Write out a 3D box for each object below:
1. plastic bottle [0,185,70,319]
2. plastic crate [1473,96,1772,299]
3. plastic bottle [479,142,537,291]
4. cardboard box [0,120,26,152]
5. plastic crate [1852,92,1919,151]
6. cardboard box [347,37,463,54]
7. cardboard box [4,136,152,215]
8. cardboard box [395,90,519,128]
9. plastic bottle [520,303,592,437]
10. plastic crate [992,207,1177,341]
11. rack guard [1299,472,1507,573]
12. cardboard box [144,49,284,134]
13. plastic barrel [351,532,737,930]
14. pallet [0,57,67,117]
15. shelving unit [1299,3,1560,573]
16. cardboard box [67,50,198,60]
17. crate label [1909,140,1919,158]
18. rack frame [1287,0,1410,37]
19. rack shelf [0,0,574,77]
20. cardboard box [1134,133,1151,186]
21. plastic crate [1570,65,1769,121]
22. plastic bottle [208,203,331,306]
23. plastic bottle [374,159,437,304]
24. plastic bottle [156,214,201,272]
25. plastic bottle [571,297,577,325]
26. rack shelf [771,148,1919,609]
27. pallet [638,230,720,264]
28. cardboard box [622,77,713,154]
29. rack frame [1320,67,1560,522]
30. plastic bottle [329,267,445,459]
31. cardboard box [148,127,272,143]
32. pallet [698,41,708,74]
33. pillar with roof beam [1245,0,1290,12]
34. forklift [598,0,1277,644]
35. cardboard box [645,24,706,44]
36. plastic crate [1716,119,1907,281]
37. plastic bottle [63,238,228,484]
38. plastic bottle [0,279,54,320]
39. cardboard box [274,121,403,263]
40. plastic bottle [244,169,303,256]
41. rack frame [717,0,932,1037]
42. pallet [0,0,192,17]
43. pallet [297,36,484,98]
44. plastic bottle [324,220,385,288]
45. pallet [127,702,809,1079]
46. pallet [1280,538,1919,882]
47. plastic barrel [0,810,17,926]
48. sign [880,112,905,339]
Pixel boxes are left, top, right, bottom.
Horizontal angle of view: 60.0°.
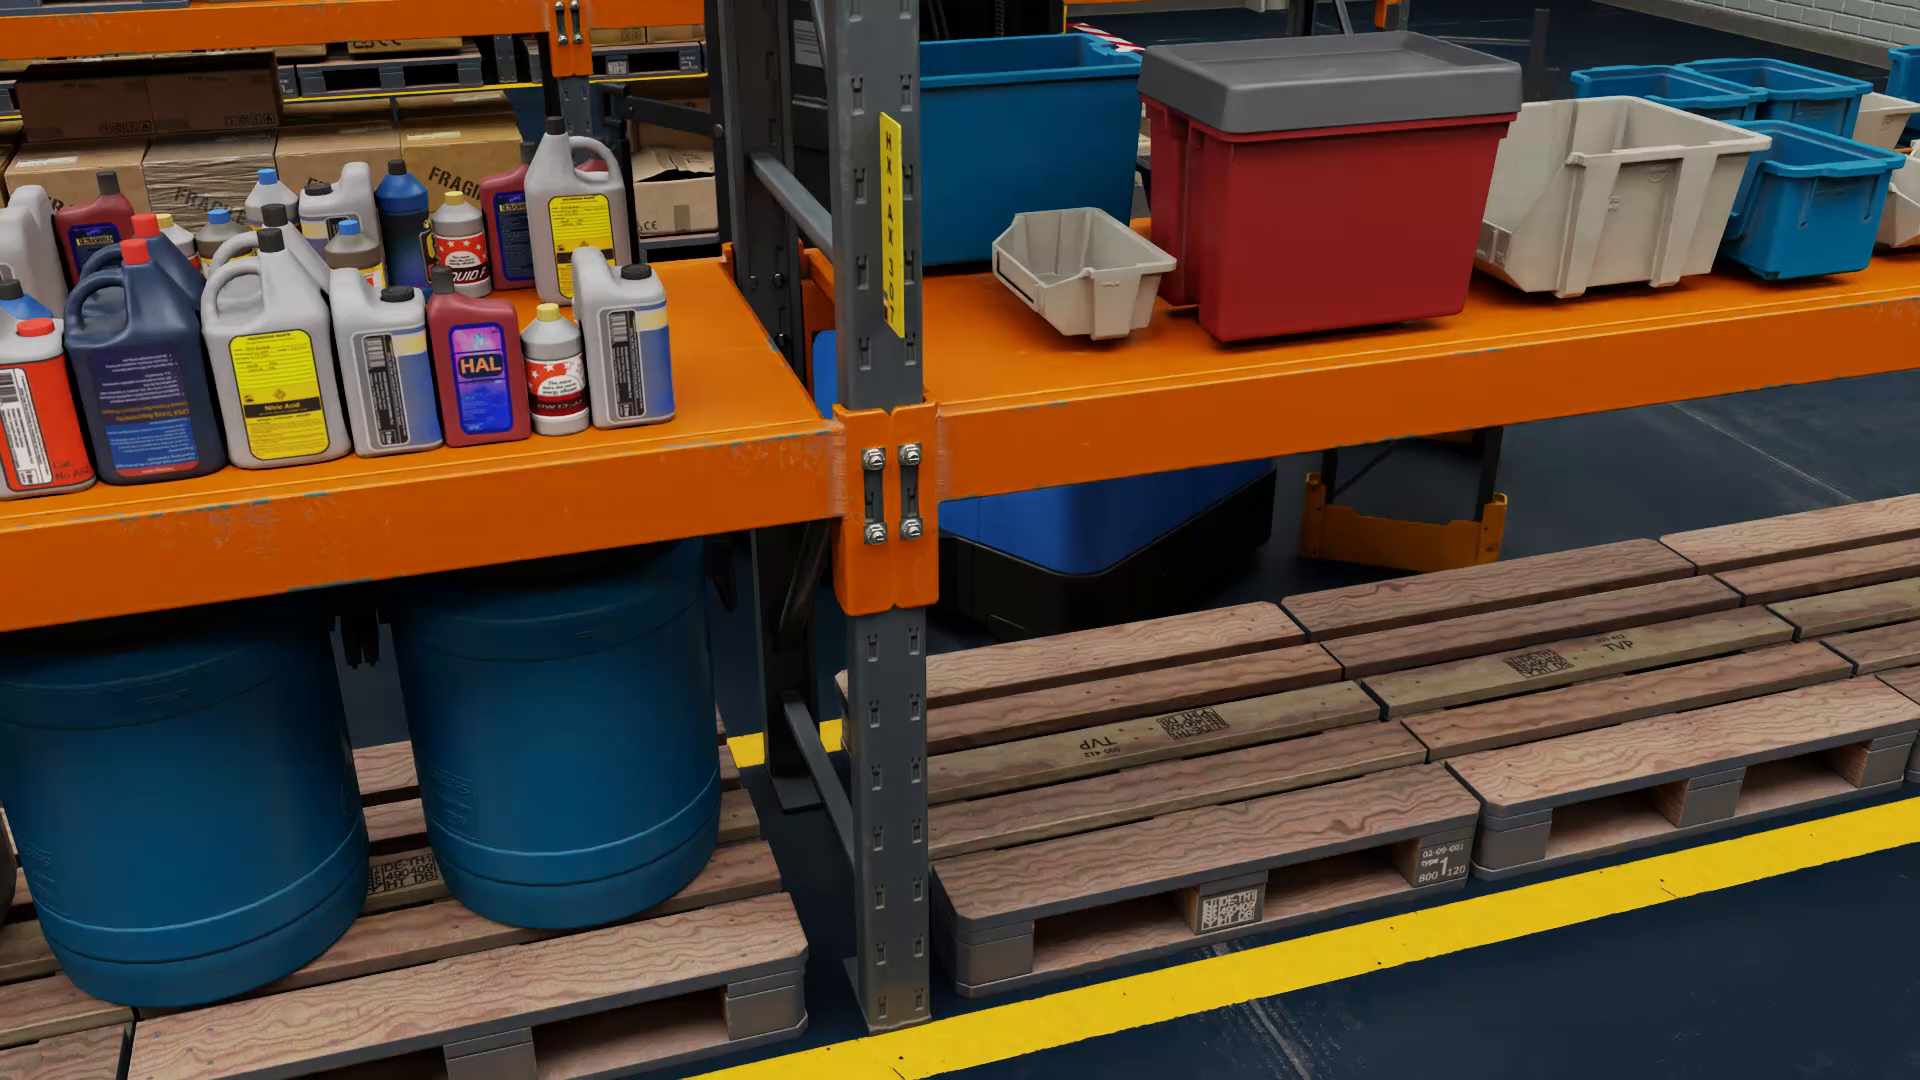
[{"bbox_3d":[-1.710,-0.498,3.020,0.135,0.276,0.152,-8,28,-16],"label":"plastic bottle"},{"bbox_3d":[1.238,-0.690,3.333,0.530,0.282,0.437,-8,28,-16],"label":"plastic crate"},{"bbox_3d":[-0.879,-0.643,3.303,0.133,0.283,0.061,-8,28,-16],"label":"plastic bottle"},{"bbox_3d":[-4.296,-1.505,7.224,0.500,0.500,0.500,-9,28,-18],"label":"cardboard box"},{"bbox_3d":[2.220,-1.046,4.213,0.298,0.136,0.250,-8,28,-16],"label":"plastic crate"},{"bbox_3d":[-3.917,-3.853,11.584,0.750,0.750,0.750,-8,27,-15],"label":"cardboard box"},{"bbox_3d":[-3.615,-1.363,6.938,0.500,0.500,0.500,-9,28,-18],"label":"cardboard box"},{"bbox_3d":[-2.337,-1.793,7.804,0.500,0.500,0.500,-10,28,-18],"label":"cardboard box"},{"bbox_3d":[-0.648,-0.276,2.657,0.097,0.201,0.097,0,26,0],"label":"plastic bottle"},{"bbox_3d":[0.215,-0.496,3.106,0.243,0.136,0.396,-8,28,-16],"label":"plastic crate"},{"bbox_3d":[1.340,-0.044,5.057,0.587,0.250,0.087,7,27,14],"label":"rack guard"},{"bbox_3d":[-3.288,-1.991,7.360,0.500,0.250,0.500,-8,28,-16],"label":"cardboard box"},{"bbox_3d":[-0.794,0.236,3.290,0.708,0.901,0.600,-8,28,-16],"label":"plastic barrel"},{"bbox_3d":[-6.370,-3.050,11.155,1.213,0.211,1.003,-8,28,-16],"label":"pallet"},{"bbox_3d":[1.479,-0.816,5.207,0.587,1.500,1.083,7,27,14],"label":"shelving unit"},{"bbox_3d":[-5.568,-3.611,11.095,0.750,0.750,0.750,-8,28,-16],"label":"cardboard box"},{"bbox_3d":[2.275,-0.772,3.661,0.243,0.136,0.396,-8,28,-16],"label":"crate label"},{"bbox_3d":[2.002,-3.230,8.382,0.127,3.000,1.000,-8,28,-16],"label":"rack frame"},{"bbox_3d":[-3.703,-2.081,6.878,4.000,0.370,1.077,-8,28,-16],"label":"rack shelf"},{"bbox_3d":[0.648,-1.898,8.297,0.500,0.250,0.500,-8,28,-16],"label":"cardboard box"},{"bbox_3d":[1.658,-0.969,3.950,0.300,0.233,0.416,-8,28,-16],"label":"plastic crate"},{"bbox_3d":[-1.089,-0.358,2.653,0.185,0.351,0.144,-8,28,-16],"label":"plastic bottle"},{"bbox_3d":[-1.076,-0.601,3.232,0.097,0.271,0.097,0,26,0],"label":"plastic bottle"},{"bbox_3d":[-1.481,-0.511,3.129,0.097,0.201,0.097,0,26,0],"label":"plastic bottle"},{"bbox_3d":[-0.602,-0.354,2.814,0.097,0.201,0.097,0,26,0],"label":"plastic bottle"},{"bbox_3d":[1.630,-0.537,3.768,4.000,0.370,1.077,-8,28,-16],"label":"rack shelf"},{"bbox_3d":[-1.148,-1.524,8.082,1.213,0.211,1.003,-8,28,-16],"label":"pallet"},{"bbox_3d":[-1.348,-1.955,8.130,0.500,0.500,0.500,-8,28,-16],"label":"cardboard box"},{"bbox_3d":[1.334,-0.595,4.762,0.500,1.500,0.032,7,27,14],"label":"rack frame"},{"bbox_3d":[-0.893,-0.287,2.595,0.135,0.276,0.152,-8,28,-16],"label":"plastic bottle"},{"bbox_3d":[-3.318,-1.649,7.514,0.500,0.500,0.500,-8,27,-15],"label":"cardboard box"},{"bbox_3d":[-1.430,-3.765,12.596,1.213,0.211,1.003,-8,28,-16],"label":"pallet"},{"bbox_3d":[4.097,-6.928,9.085,0.400,9.000,9.100,-8,28,-16],"label":"pillar with roof beam"},{"bbox_3d":[-0.497,-1.528,5.032,3.031,2.935,1.130,20,33,35],"label":"forklift"},{"bbox_3d":[-2.118,-3.969,12.209,0.500,0.500,0.700,-9,28,-17],"label":"cardboard box"},{"bbox_3d":[1.659,-0.695,3.398,0.300,0.233,0.416,-8,28,-16],"label":"plastic crate"},{"bbox_3d":[-1.220,-0.271,2.479,0.185,0.351,0.144,-8,28,-16],"label":"plastic bottle"},{"bbox_3d":[-1.429,-0.266,2.557,0.097,0.271,0.097,0,26,0],"label":"plastic bottle"},{"bbox_3d":[-2.655,-1.503,7.220,0.500,0.500,0.500,-8,28,-16],"label":"cardboard box"},{"bbox_3d":[-1.296,-0.569,3.167,0.097,0.271,0.097,0,26,0],"label":"plastic bottle"},{"bbox_3d":[-0.271,-0.584,3.053,0.127,3.000,1.000,-8,28,-16],"label":"rack frame"},{"bbox_3d":[-3.757,-2.312,6.749,1.213,0.211,1.003,-8,28,-16],"label":"pallet"},{"bbox_3d":[-4.050,-3.386,11.832,1.213,0.211,1.003,-8,28,-16],"label":"pallet"},{"bbox_3d":[-1.121,-0.492,3.091,0.097,0.201,0.097,0,26,0],"label":"plastic bottle"},{"bbox_3d":[-1.018,0.754,3.494,1.213,0.211,1.003,-8,28,-16],"label":"pallet"},{"bbox_3d":[1.578,0.378,4.252,1.213,0.211,1.003,-8,28,-16],"label":"pallet"},{"bbox_3d":[-2.032,0.547,3.099,0.421,0.512,0.421,0,26,0],"label":"plastic barrel"},{"bbox_3d":[-0.103,-0.475,2.522,0.005,0.325,0.100,-8,28,-16],"label":"sign"}]
